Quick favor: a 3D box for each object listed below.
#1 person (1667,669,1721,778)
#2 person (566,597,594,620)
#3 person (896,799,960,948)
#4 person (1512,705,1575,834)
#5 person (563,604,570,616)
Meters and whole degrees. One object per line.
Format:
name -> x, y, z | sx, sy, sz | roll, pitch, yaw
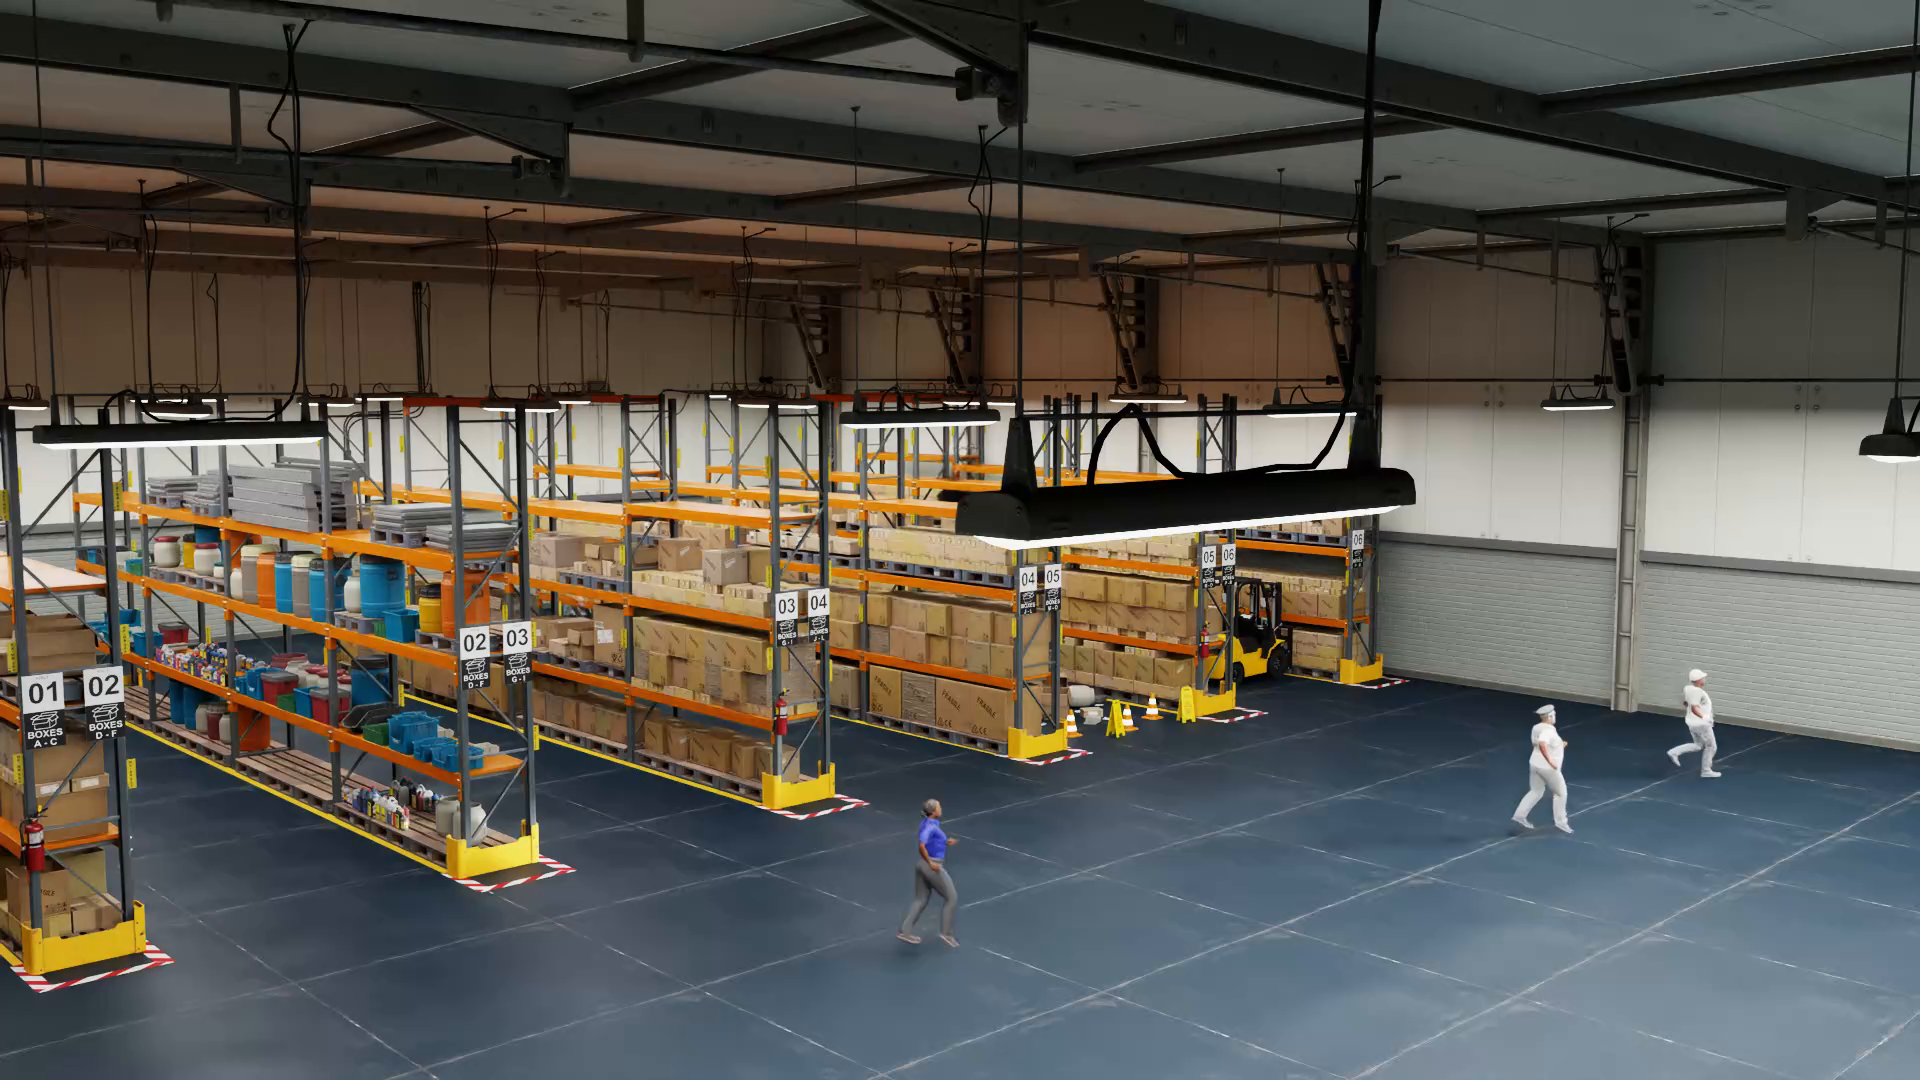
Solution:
person -> 11.687, 2.910, 26.374 | 0.814, 1.739, 0.673 | 0, 6, 5
person -> -8.063, 2.073, 35.440 | 0.662, 1.715, 0.810 | -4, 7, -37
person -> -0.340, 3.729, 18.511 | 0.772, 1.723, 0.557 | -3, 6, -25
person -> 8.146, 3.206, 23.199 | 0.878, 1.837, 0.647 | -1, 6, -14
person -> -9.743, 1.401, 41.582 | 0.987, 1.748, 0.720 | -5, 7, -42
